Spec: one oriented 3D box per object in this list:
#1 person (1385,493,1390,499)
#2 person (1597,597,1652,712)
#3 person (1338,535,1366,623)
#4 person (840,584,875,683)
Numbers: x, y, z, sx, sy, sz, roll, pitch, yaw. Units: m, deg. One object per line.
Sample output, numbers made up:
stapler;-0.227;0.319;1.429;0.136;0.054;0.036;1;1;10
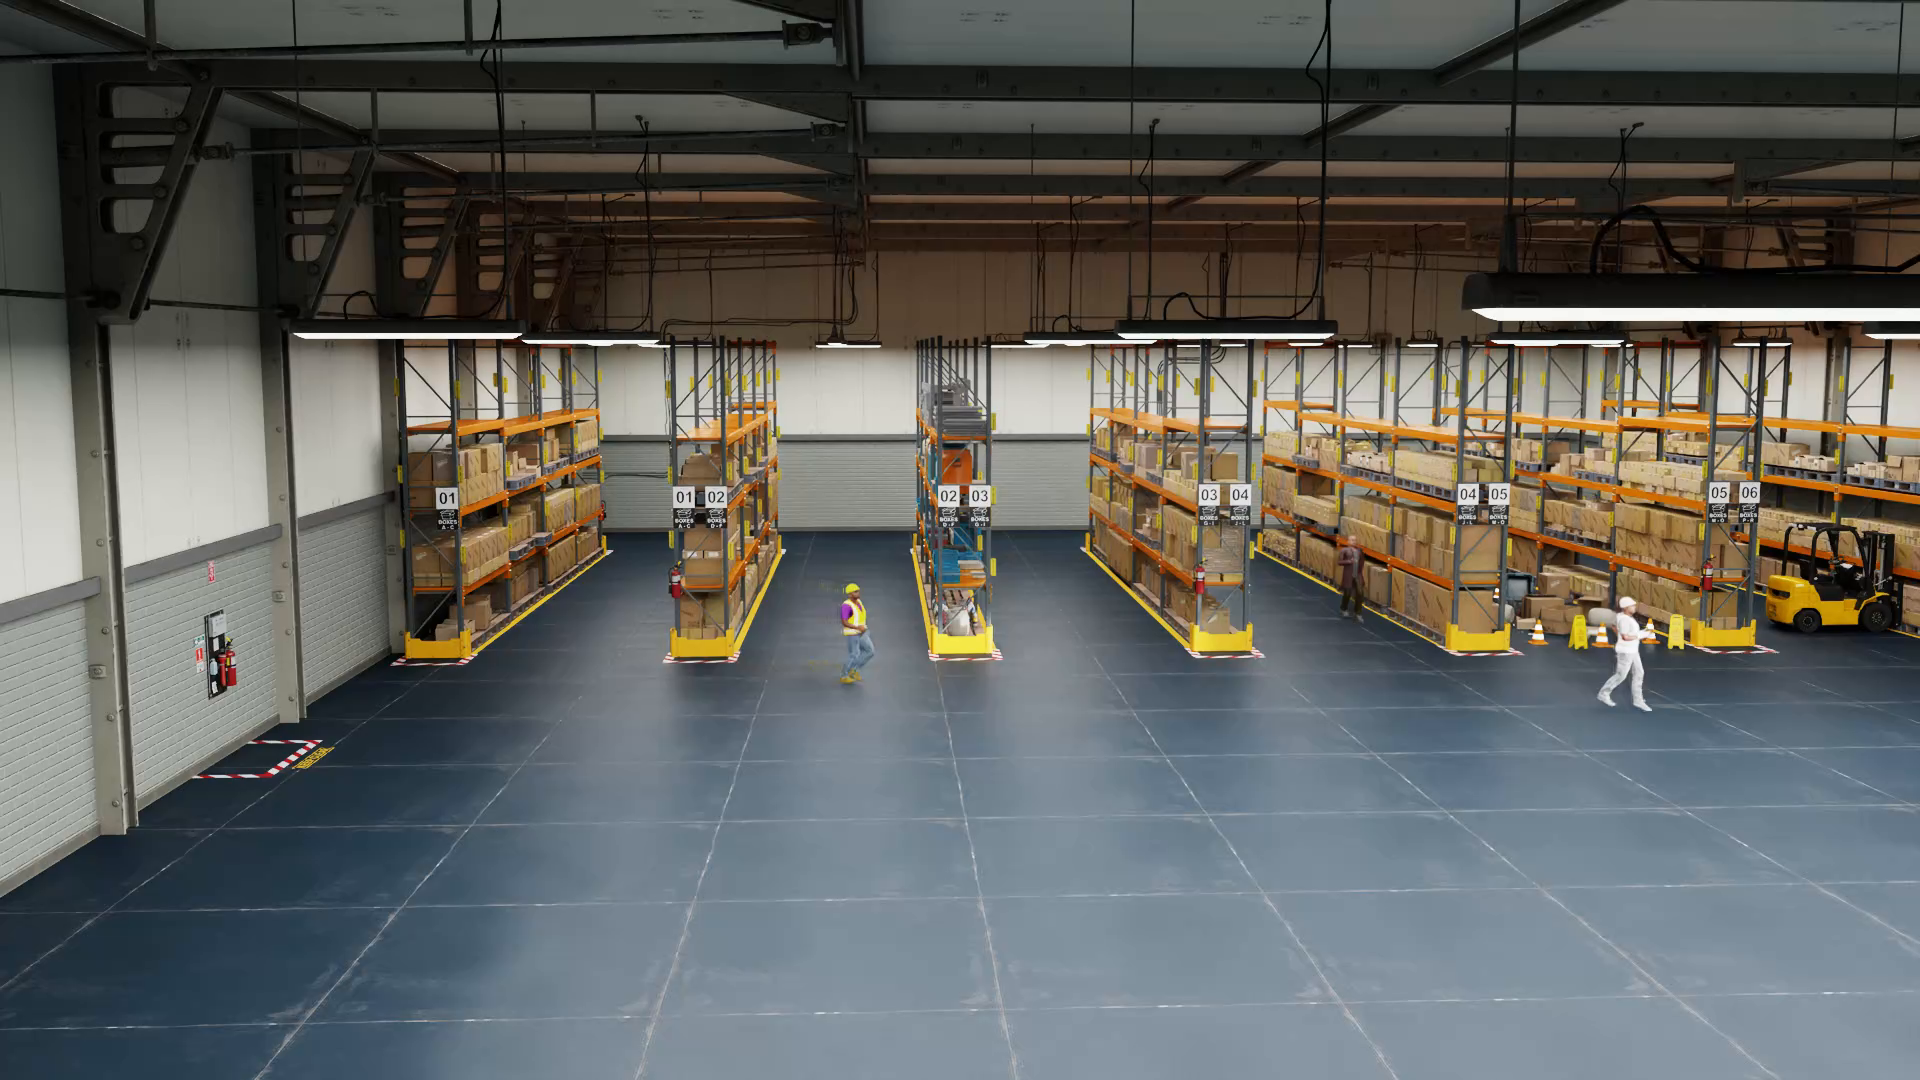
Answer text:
person;12.806;-0.671;49.333;0.782;1.603;0.555;0;6;0
person;10.621;1.813;26.497;0.824;1.823;0.664;4;8;31
person;8.350;0.807;35.432;0.685;1.831;0.831;-1;7;-8
person;-1.790;1.606;28.639;0.617;1.725;0.702;3;7;27
